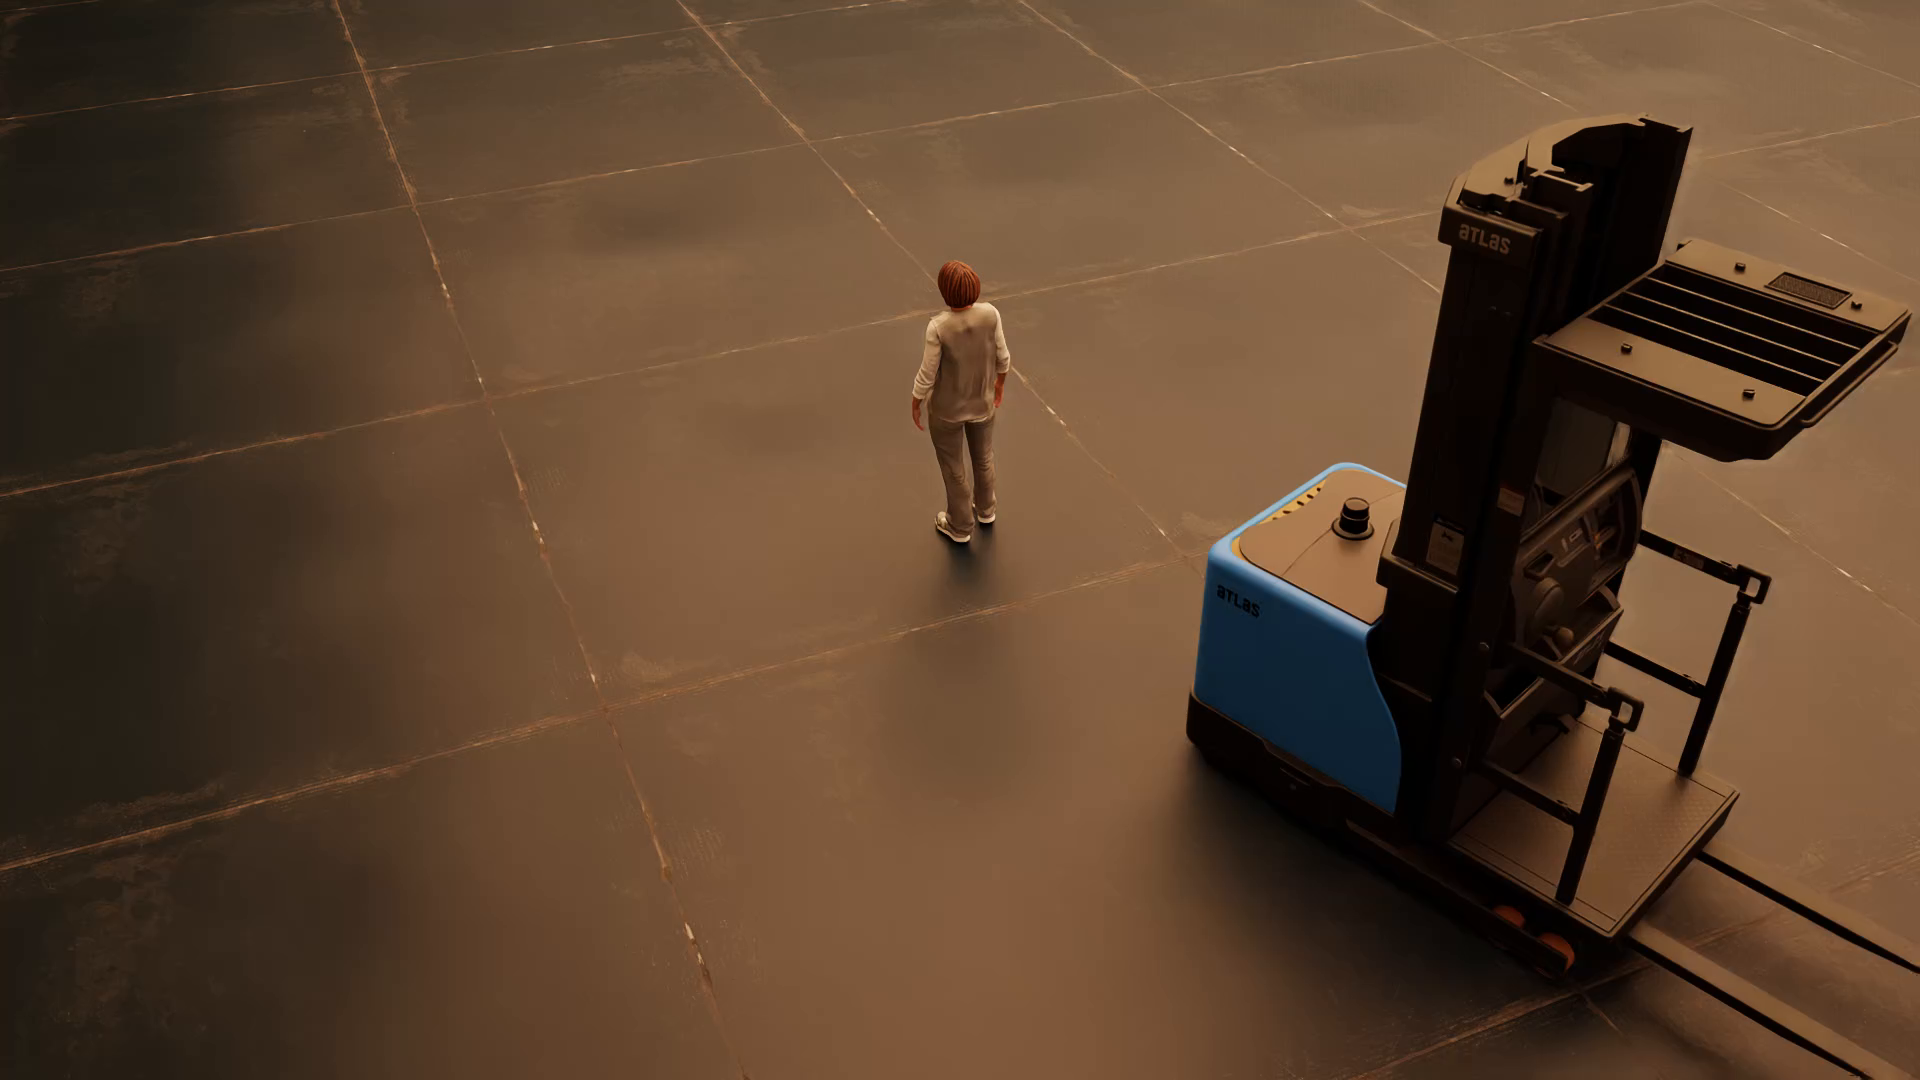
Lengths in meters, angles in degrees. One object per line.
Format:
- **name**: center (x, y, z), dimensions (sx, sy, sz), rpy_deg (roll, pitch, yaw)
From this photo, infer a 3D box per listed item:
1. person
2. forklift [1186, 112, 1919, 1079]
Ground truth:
- **person**: center (-0.017, -0.699, 8.221), dimensions (0.521, 1.599, 0.473), rpy_deg (-14, 38, -19)
- **forklift**: center (2.390, 0.118, 5.932), dimensions (1.130, 2.935, 3.031), rpy_deg (-30, 45, -35)
